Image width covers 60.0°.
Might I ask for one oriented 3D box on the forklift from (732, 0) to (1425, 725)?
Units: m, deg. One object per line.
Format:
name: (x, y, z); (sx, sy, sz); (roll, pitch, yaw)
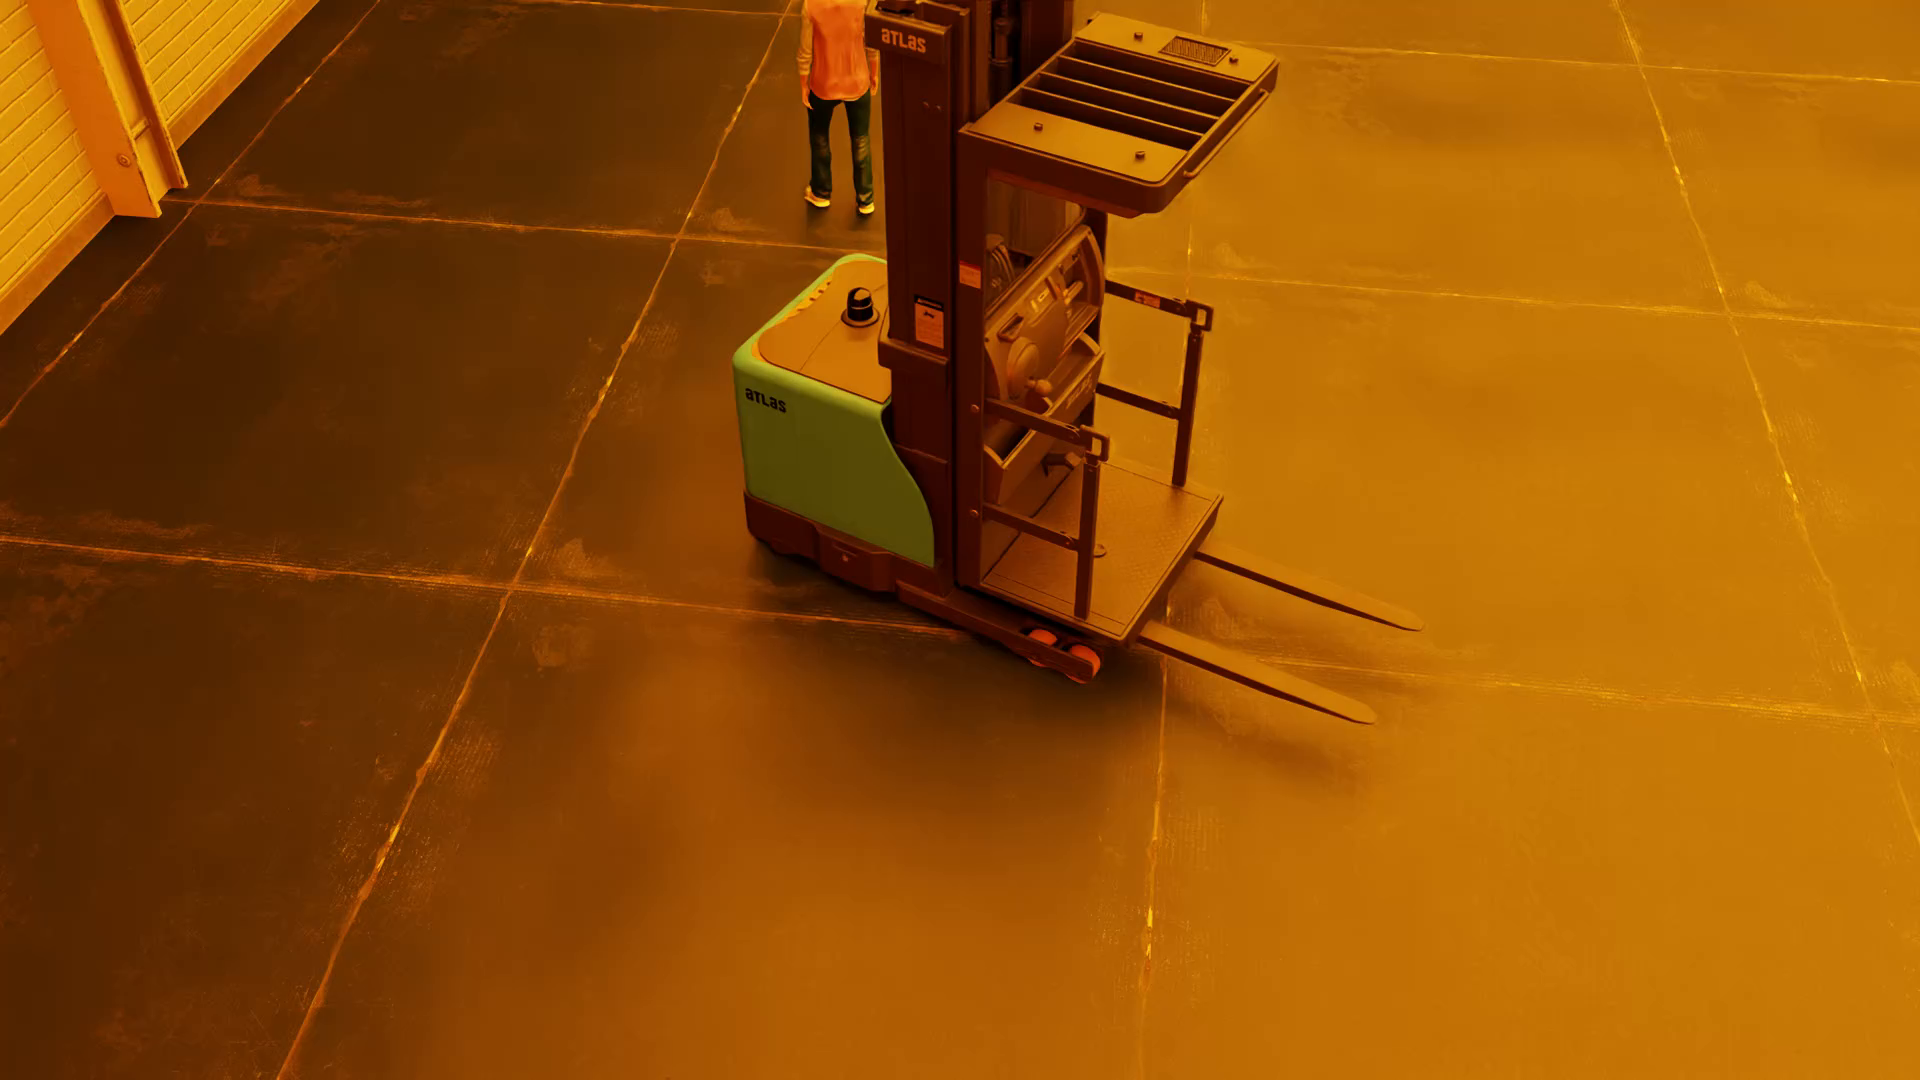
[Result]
forklift: (0.529, -0.874, 6.675); (3.031, 2.935, 1.130); (21, 47, 22)

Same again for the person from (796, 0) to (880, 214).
person: (-0.700, -2.631, 9.596); (0.480, 1.607, 0.398); (-8, 43, -8)
